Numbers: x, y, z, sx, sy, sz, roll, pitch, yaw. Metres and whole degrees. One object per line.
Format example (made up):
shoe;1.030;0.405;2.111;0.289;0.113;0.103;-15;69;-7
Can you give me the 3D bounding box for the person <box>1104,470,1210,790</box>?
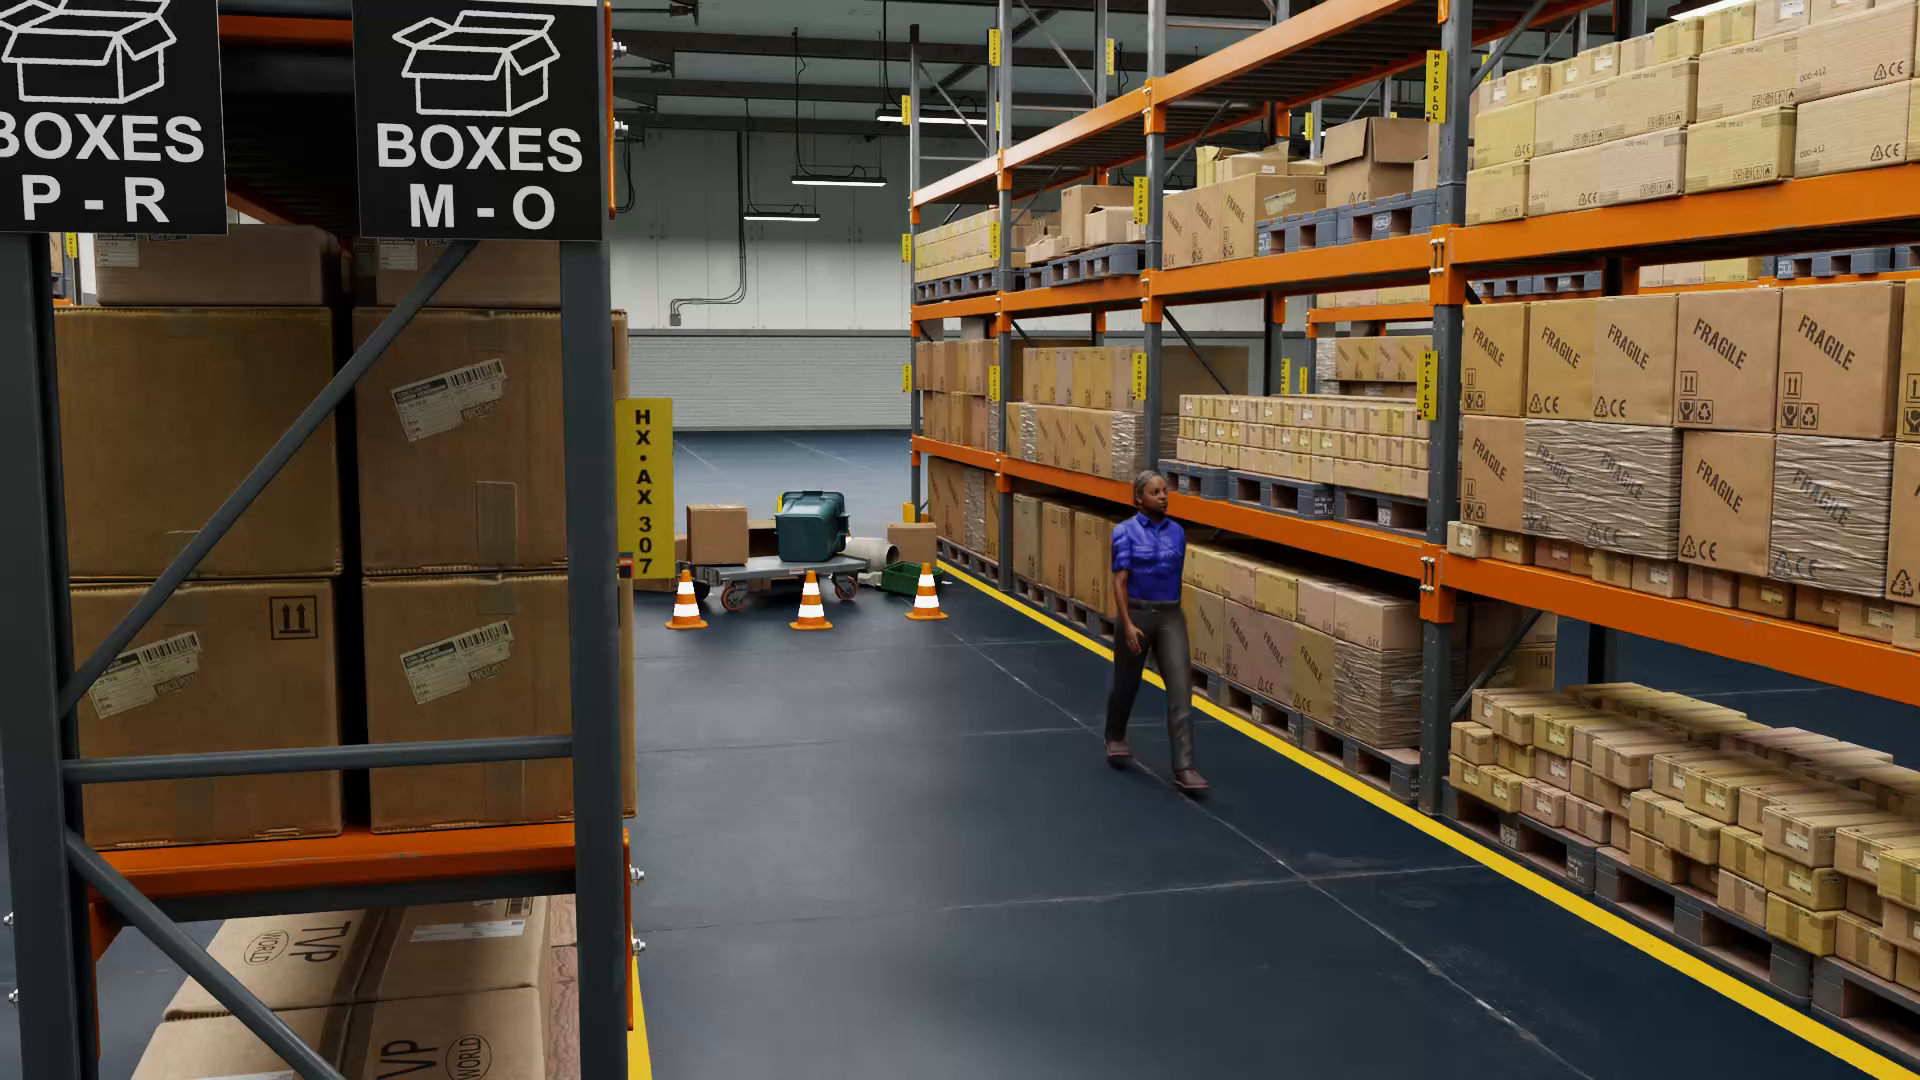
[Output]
person;0.996;0.440;8.658;0.438;1.599;0.994;-1;6;-12
